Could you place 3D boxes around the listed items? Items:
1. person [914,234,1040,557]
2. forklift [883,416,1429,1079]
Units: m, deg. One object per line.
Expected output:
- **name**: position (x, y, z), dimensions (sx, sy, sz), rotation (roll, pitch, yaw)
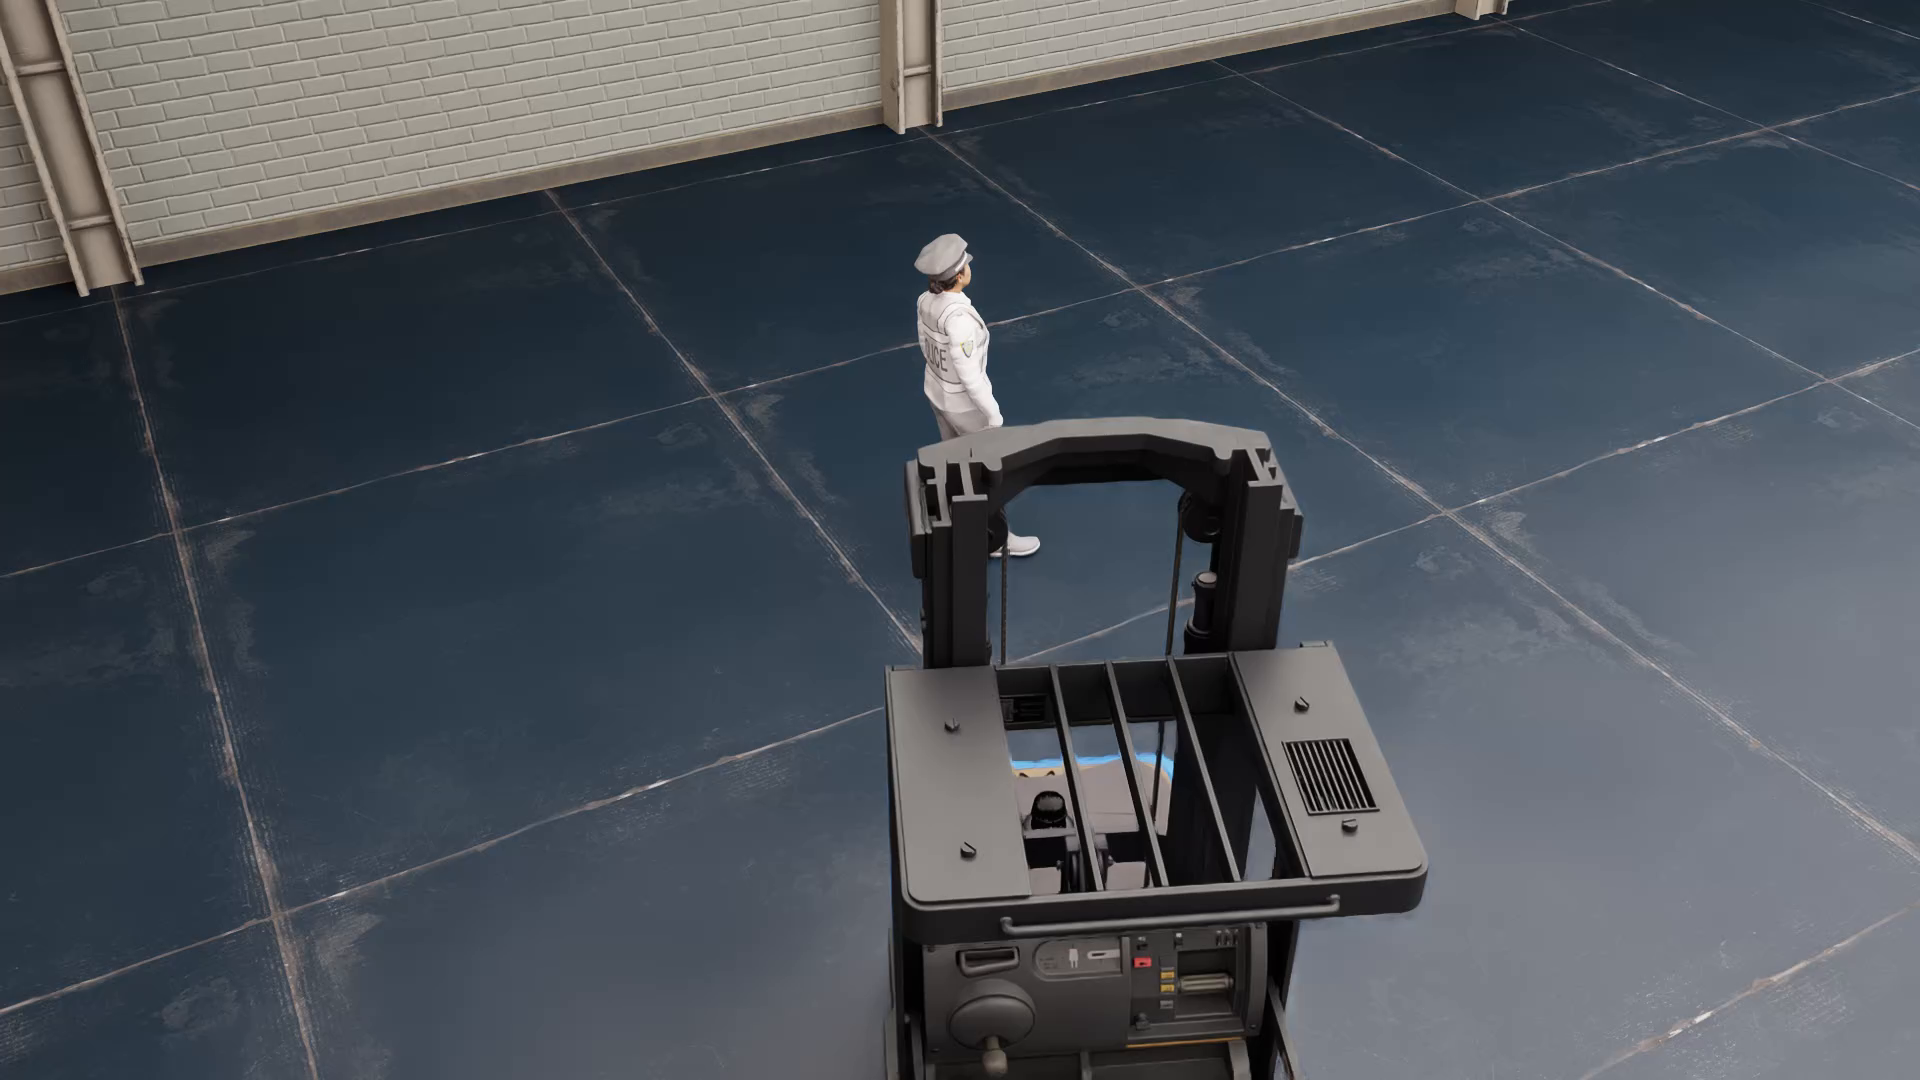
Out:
- **person**: position (0.064, -0.713, 8.190), dimensions (0.530, 1.694, 0.587), rotation (-17, 39, -23)
- **forklift**: position (0.387, 1.282, 4.309), dimensions (1.130, 2.935, 3.031), rotation (-3, 35, -4)
